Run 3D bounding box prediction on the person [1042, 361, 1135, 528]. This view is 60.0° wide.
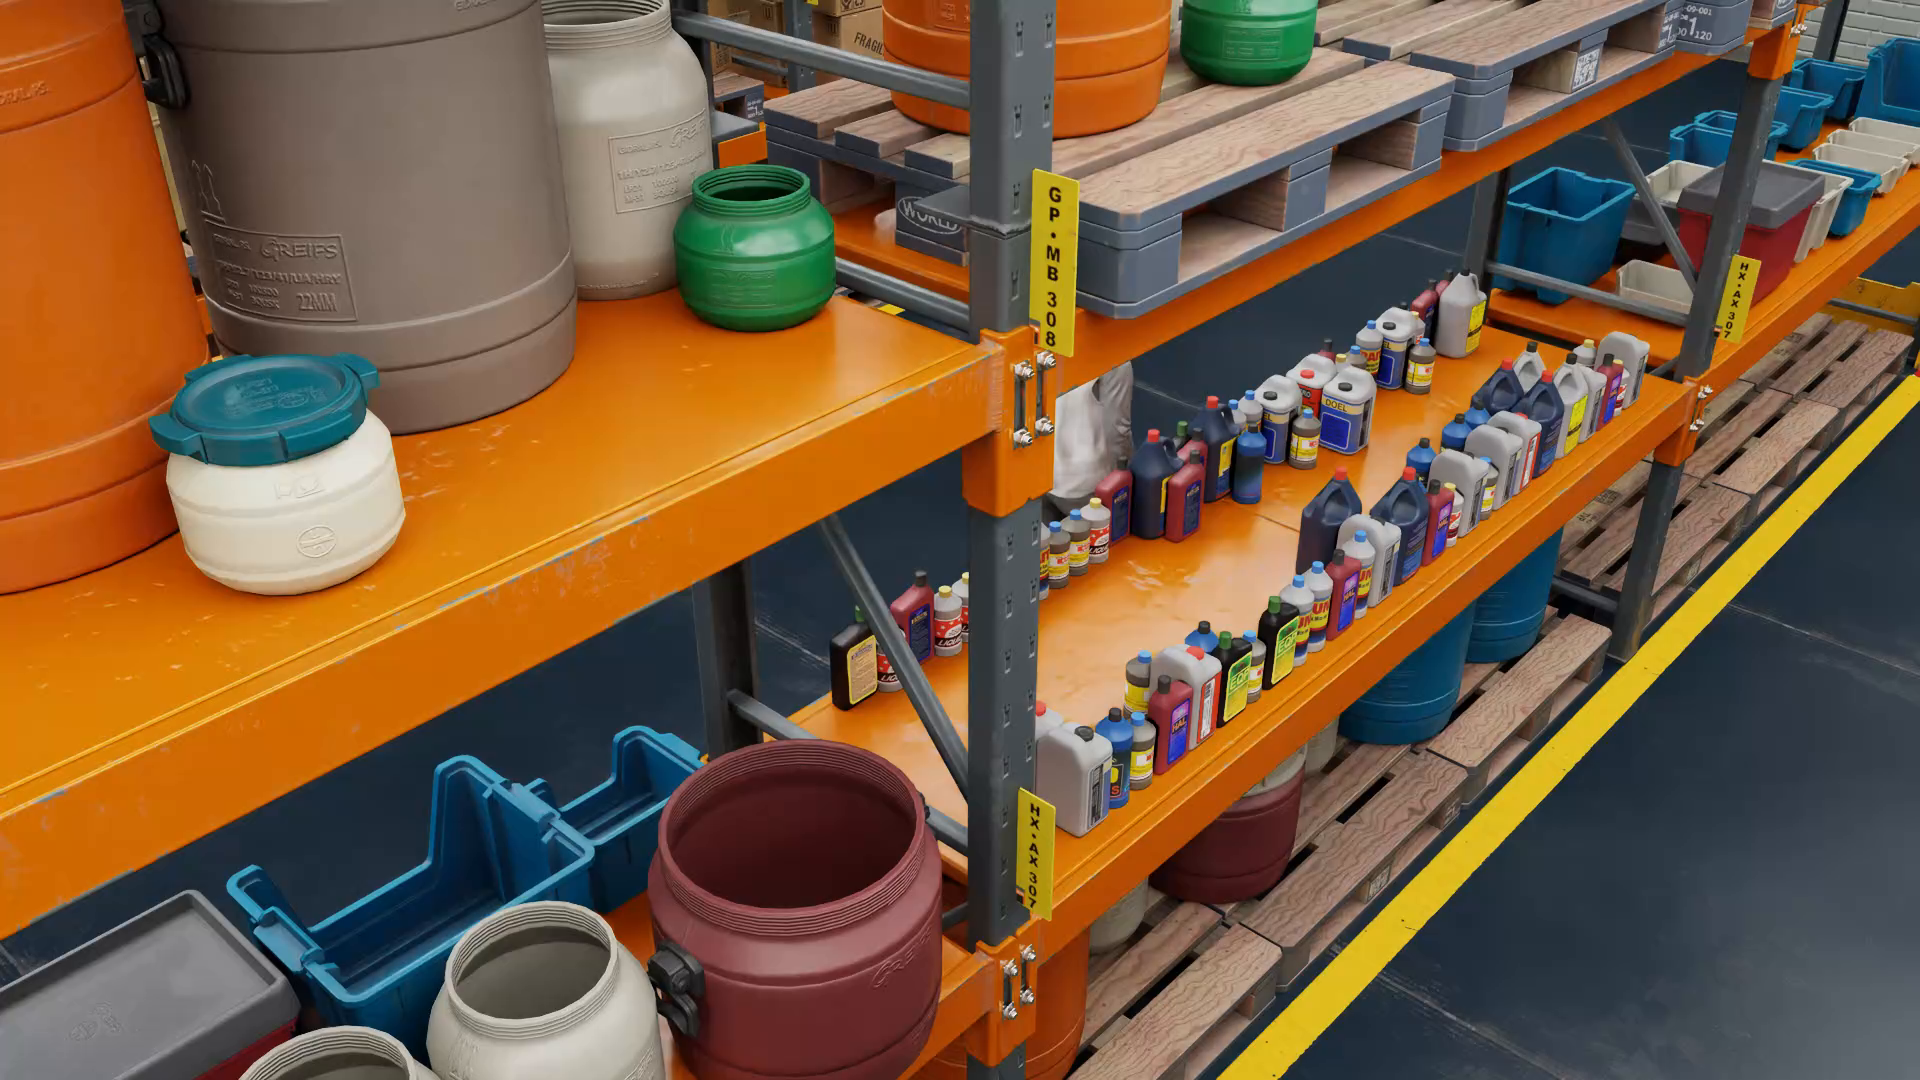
[{"bbox_3d":[0.444,-0.297,6.601,0.579,1.769,0.466,23,38,33],"label":"person"}]
